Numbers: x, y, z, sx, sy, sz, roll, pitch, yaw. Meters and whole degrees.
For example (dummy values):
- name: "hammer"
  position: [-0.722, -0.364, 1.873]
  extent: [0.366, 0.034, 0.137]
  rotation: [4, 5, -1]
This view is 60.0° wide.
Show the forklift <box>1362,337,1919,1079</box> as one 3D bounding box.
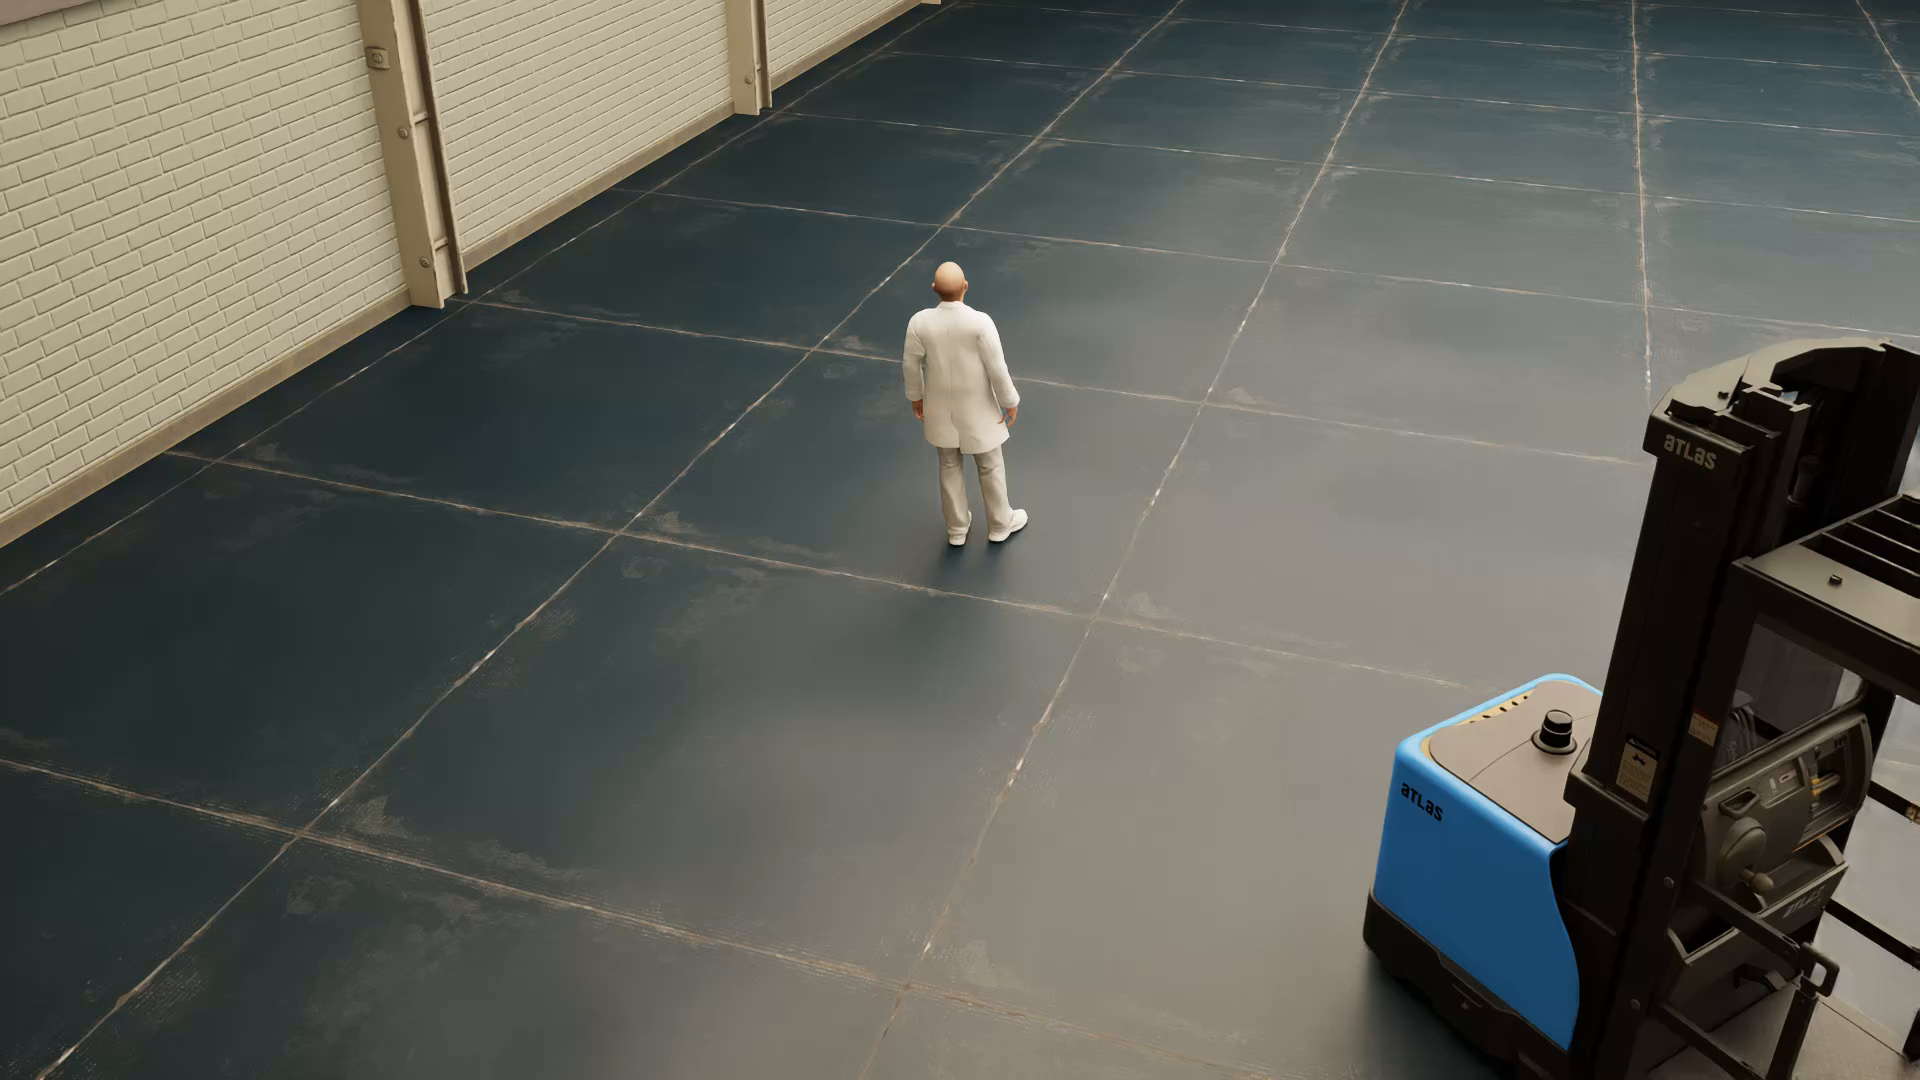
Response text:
- name: "forklift"
  position: [2.919, 0.940, 5.488]
  extent: [1.130, 2.935, 3.031]
  rotation: [-18, 34, -28]

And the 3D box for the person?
- name: "person"
  position: [0.034, -0.820, 9.725]
  extent: [0.696, 1.775, 0.581]
  rotation: [10, 31, 16]
